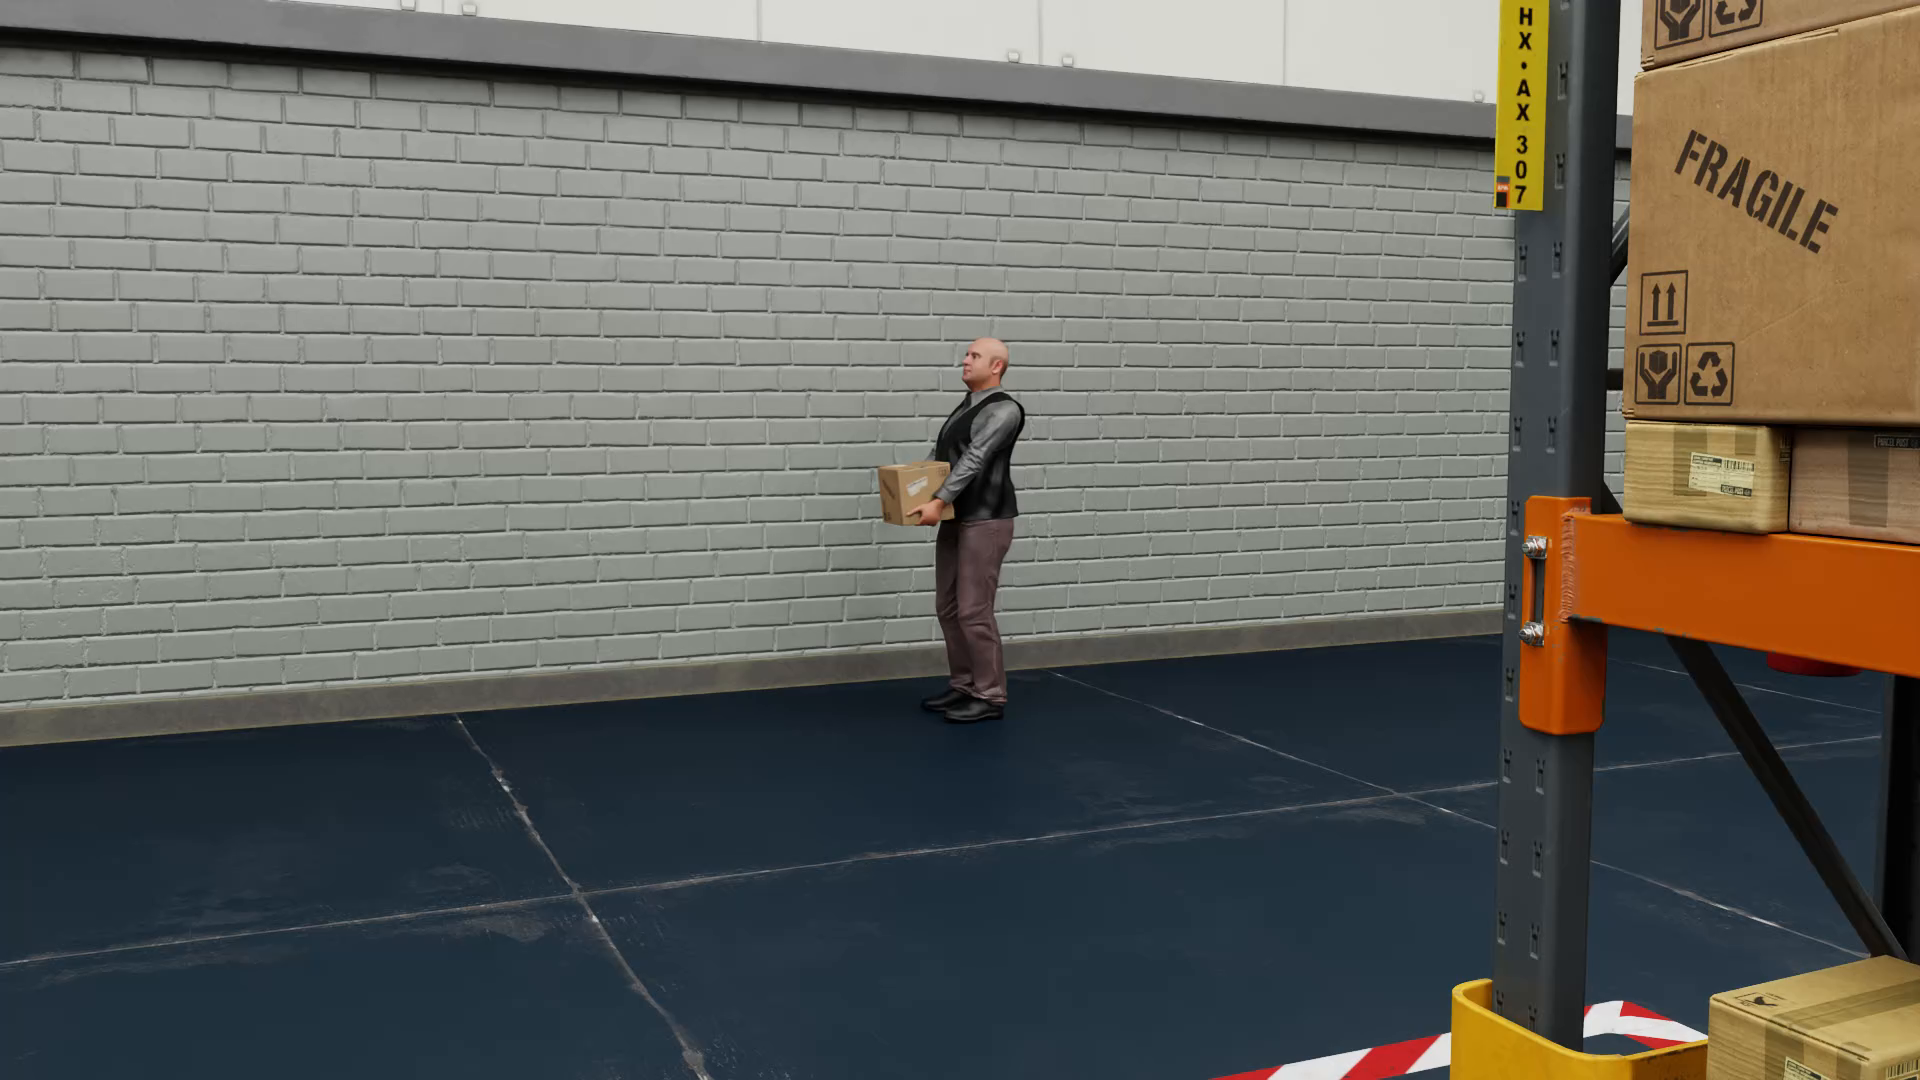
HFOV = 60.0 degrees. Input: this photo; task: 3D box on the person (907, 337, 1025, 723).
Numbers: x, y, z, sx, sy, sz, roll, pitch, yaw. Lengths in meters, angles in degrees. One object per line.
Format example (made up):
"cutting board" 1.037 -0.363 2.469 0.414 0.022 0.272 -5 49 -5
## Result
"person" -0.021 -0.051 7.476 0.559 1.711 0.494 -2 6 -24
